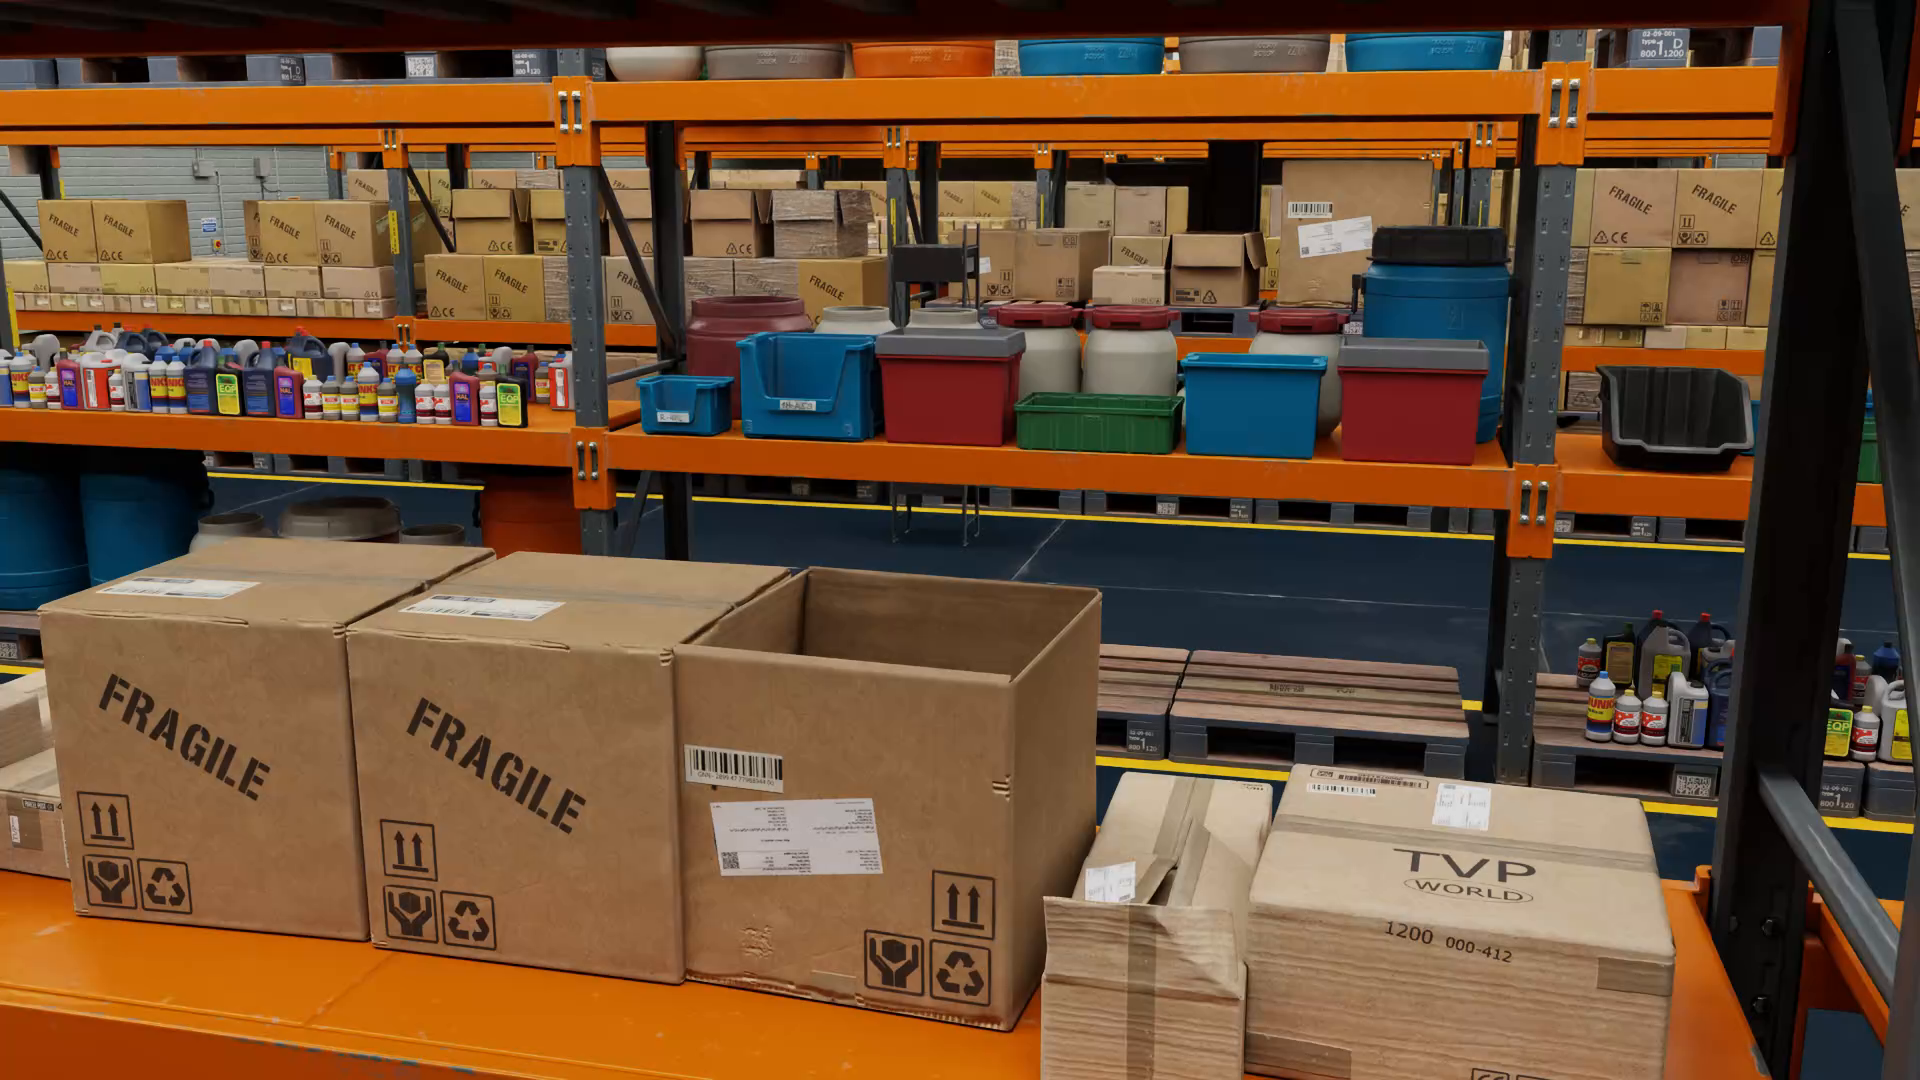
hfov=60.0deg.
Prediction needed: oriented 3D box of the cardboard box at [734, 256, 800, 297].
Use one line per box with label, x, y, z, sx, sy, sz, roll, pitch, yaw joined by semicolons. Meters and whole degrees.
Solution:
cardboard box;-1.366;-1.868;12.495;0.500;0.500;0.500;3;13;13

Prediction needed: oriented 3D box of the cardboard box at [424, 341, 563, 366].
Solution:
cardboard box;-3.602;-1.164;13.493;0.875;0.875;1.225;3;13;14

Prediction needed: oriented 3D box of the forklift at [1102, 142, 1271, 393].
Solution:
forklift;1.679;-2.008;13.516;3.031;2.935;1.130;3;13;12

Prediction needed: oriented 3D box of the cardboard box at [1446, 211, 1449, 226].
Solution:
cardboard box;6.273;-3.807;20.550;0.500;0.500;0.500;3;13;13

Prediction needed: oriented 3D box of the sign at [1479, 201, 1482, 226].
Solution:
sign;3.409;-2.059;10.915;0.005;0.325;0.100;3;13;14

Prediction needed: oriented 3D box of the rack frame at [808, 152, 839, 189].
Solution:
rack frame;-1.854;-4.110;22.832;0.127;3.000;1.000;3;13;14

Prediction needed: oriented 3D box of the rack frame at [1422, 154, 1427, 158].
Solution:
rack frame;7.098;-4.739;25.666;0.127;3.000;1.000;3;13;14

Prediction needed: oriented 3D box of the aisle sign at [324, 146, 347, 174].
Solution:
aisle sign;-6.968;-4.481;18.503;0.004;0.787;0.394;3;13;14

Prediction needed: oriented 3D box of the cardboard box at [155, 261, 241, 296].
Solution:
cardboard box;-6.210;-2.145;13.637;0.500;0.250;0.500;3;13;12

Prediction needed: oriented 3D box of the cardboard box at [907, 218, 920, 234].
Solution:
cardboard box;-0.402;-3.198;16.959;0.250;0.149;0.380;3;13;15

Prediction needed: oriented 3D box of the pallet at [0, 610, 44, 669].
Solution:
pallet;-4.676;0.426;8.826;1.213;0.211;1.003;3;13;14

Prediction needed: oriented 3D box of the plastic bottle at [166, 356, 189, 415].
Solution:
plastic bottle;-3.733;-0.740;7.942;0.097;0.271;0.097;0;13;0

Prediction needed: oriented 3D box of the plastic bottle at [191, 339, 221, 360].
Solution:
plastic bottle;-3.980;-0.919;8.737;0.135;0.276;0.152;3;13;14

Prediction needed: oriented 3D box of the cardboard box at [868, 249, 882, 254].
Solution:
cardboard box;-0.892;-2.935;17.147;0.250;0.149;0.380;3;13;15

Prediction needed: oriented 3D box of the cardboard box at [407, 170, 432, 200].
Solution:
cardboard box;-5.962;-3.849;18.432;0.500;0.500;0.500;3;13;15

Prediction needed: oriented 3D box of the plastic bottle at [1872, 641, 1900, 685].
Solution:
plastic bottle;3.923;0.563;7.056;0.097;0.271;0.097;0;13;0

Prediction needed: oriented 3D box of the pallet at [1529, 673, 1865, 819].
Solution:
pallet;2.994;0.836;6.979;1.213;0.211;1.003;3;13;14

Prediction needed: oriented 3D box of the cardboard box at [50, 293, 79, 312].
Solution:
cardboard box;-7.348;-1.997;13.888;0.250;0.149;0.380;3;13;12

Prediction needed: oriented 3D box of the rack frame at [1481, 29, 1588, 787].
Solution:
rack frame;2.352;-0.569;6.873;0.127;3.000;1.000;3;13;14

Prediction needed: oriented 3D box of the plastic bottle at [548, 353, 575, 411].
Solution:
plastic bottle;-1.911;-0.774;8.086;0.135;0.276;0.152;3;13;14

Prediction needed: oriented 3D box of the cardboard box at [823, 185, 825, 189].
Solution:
cardboard box;-2.051;-5.725;28.041;0.500;0.500;0.500;3;13;12

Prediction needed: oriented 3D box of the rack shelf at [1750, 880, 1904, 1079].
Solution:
rack shelf;3.103;0.927;1.789;4.000;0.370;1.077;3;13;14

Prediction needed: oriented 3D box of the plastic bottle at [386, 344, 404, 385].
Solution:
plastic bottle;-2.878;-0.864;8.499;0.097;0.271;0.097;0;13;0

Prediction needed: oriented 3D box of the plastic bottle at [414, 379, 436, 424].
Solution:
plastic bottle;-2.453;-0.638;7.642;0.097;0.201;0.097;0;13;0

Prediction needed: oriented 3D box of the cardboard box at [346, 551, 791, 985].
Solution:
cardboard box;-0.578;0.327;2.604;0.500;0.500;0.500;3;13;14

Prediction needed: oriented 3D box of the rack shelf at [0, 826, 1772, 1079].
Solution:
rack shelf;-0.780;0.720;2.725;4.000;0.370;1.077;3;13;14

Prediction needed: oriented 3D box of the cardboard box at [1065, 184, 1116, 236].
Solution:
cardboard box;1.375;-3.367;16.947;0.500;0.500;0.700;3;13;13

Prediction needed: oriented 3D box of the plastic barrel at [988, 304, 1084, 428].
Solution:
plastic barrel;0.343;-0.792;7.563;0.433;0.535;0.433;0;13;0

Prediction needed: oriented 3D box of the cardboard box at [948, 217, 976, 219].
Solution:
cardboard box;0.041;-3.320;17.512;0.250;0.149;0.380;3;13;13

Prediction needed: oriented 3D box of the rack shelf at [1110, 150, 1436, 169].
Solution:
rack shelf;3.971;-4.911;21.181;4.000;0.370;1.077;3;13;14

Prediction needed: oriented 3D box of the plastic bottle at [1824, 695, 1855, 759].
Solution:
plastic bottle;3.370;0.699;6.415;0.133;0.283;0.061;4;13;16

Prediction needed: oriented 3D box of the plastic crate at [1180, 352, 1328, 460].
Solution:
plastic crate;1.206;-0.553;6.838;0.575;0.384;0.392;3;13;14

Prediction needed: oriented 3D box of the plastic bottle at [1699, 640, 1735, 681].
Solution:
plastic bottle;3.221;0.561;7.052;0.135;0.276;0.152;3;13;14

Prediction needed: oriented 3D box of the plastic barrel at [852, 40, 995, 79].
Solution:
plastic barrel;-0.152;-2.328;6.886;0.708;0.830;0.600;3;13;14

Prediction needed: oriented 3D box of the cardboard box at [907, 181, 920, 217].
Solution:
cardboard box;-0.509;-4.516;22.125;0.500;0.500;0.500;3;13;12

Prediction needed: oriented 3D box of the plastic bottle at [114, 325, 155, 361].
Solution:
plastic bottle;-4.300;-0.941;8.665;0.185;0.351;0.144;3;13;14

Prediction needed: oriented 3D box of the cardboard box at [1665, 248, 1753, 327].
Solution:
cardboard box;4.947;-1.730;11.189;0.500;0.500;0.875;3;13;14

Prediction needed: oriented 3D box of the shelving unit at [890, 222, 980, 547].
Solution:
shelving unit;-0.161;-1.034;11.045;0.503;2.100;0.431;3;13;14

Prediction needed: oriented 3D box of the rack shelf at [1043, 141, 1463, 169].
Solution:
rack shelf;2.883;-3.865;16.466;4.000;0.370;1.077;3;13;14

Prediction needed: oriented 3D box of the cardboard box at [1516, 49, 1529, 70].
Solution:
cardboard box;3.780;-3.115;10.848;0.250;0.149;0.380;3;13;12

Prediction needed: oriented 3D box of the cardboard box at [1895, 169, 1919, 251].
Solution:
cardboard box;5.857;-2.113;10.606;0.500;0.500;0.500;3;13;14

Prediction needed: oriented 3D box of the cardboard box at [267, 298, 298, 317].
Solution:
cardboard box;-5.352;-1.890;13.407;0.250;0.149;0.380;3;13;15

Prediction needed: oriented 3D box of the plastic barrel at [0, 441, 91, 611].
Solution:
plastic barrel;-4.891;-0.133;8.783;0.708;0.901;0.600;3;13;14

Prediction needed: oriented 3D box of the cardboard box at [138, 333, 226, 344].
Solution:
cardboard box;-6.588;-1.337;14.272;0.875;0.875;0.875;3;13;14

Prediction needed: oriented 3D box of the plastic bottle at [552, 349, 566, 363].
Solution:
plastic bottle;-1.981;-0.816;8.283;0.097;0.271;0.097;0;13;0

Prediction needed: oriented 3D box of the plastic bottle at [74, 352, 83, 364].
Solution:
plastic bottle;-4.612;-0.889;8.772;0.097;0.201;0.097;0;13;0

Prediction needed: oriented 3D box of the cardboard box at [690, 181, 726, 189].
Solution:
cardboard box;-3.366;-4.666;22.798;0.500;0.500;0.500;3;13;14

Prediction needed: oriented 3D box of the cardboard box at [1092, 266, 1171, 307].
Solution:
cardboard box;1.227;-1.815;11.864;0.500;0.250;0.500;3;13;12

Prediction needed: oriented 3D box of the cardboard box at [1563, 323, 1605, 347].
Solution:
cardboard box;4.164;-1.391;11.156;0.250;0.149;0.380;3;13;14

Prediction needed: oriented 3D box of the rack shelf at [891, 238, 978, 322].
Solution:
rack shelf;-0.161;-1.704;10.896;0.480;0.518;0.431;3;13;14

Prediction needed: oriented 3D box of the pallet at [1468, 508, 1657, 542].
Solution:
pallet;4.199;-0.222;11.746;1.213;0.211;1.003;3;13;14

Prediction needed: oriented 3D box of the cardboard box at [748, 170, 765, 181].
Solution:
cardboard box;-2.699;-4.964;22.645;0.250;0.149;0.380;3;13;14

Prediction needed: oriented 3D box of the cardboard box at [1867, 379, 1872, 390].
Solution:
cardboard box;8.034;-1.630;15.590;0.875;0.875;0.875;3;13;14

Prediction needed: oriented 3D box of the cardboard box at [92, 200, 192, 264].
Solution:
cardboard box;-6.721;-2.538;13.677;0.500;0.500;0.500;3;13;12

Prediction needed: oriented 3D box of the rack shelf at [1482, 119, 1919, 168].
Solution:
rack shelf;5.480;-2.620;10.853;4.000;0.370;1.077;3;13;14
